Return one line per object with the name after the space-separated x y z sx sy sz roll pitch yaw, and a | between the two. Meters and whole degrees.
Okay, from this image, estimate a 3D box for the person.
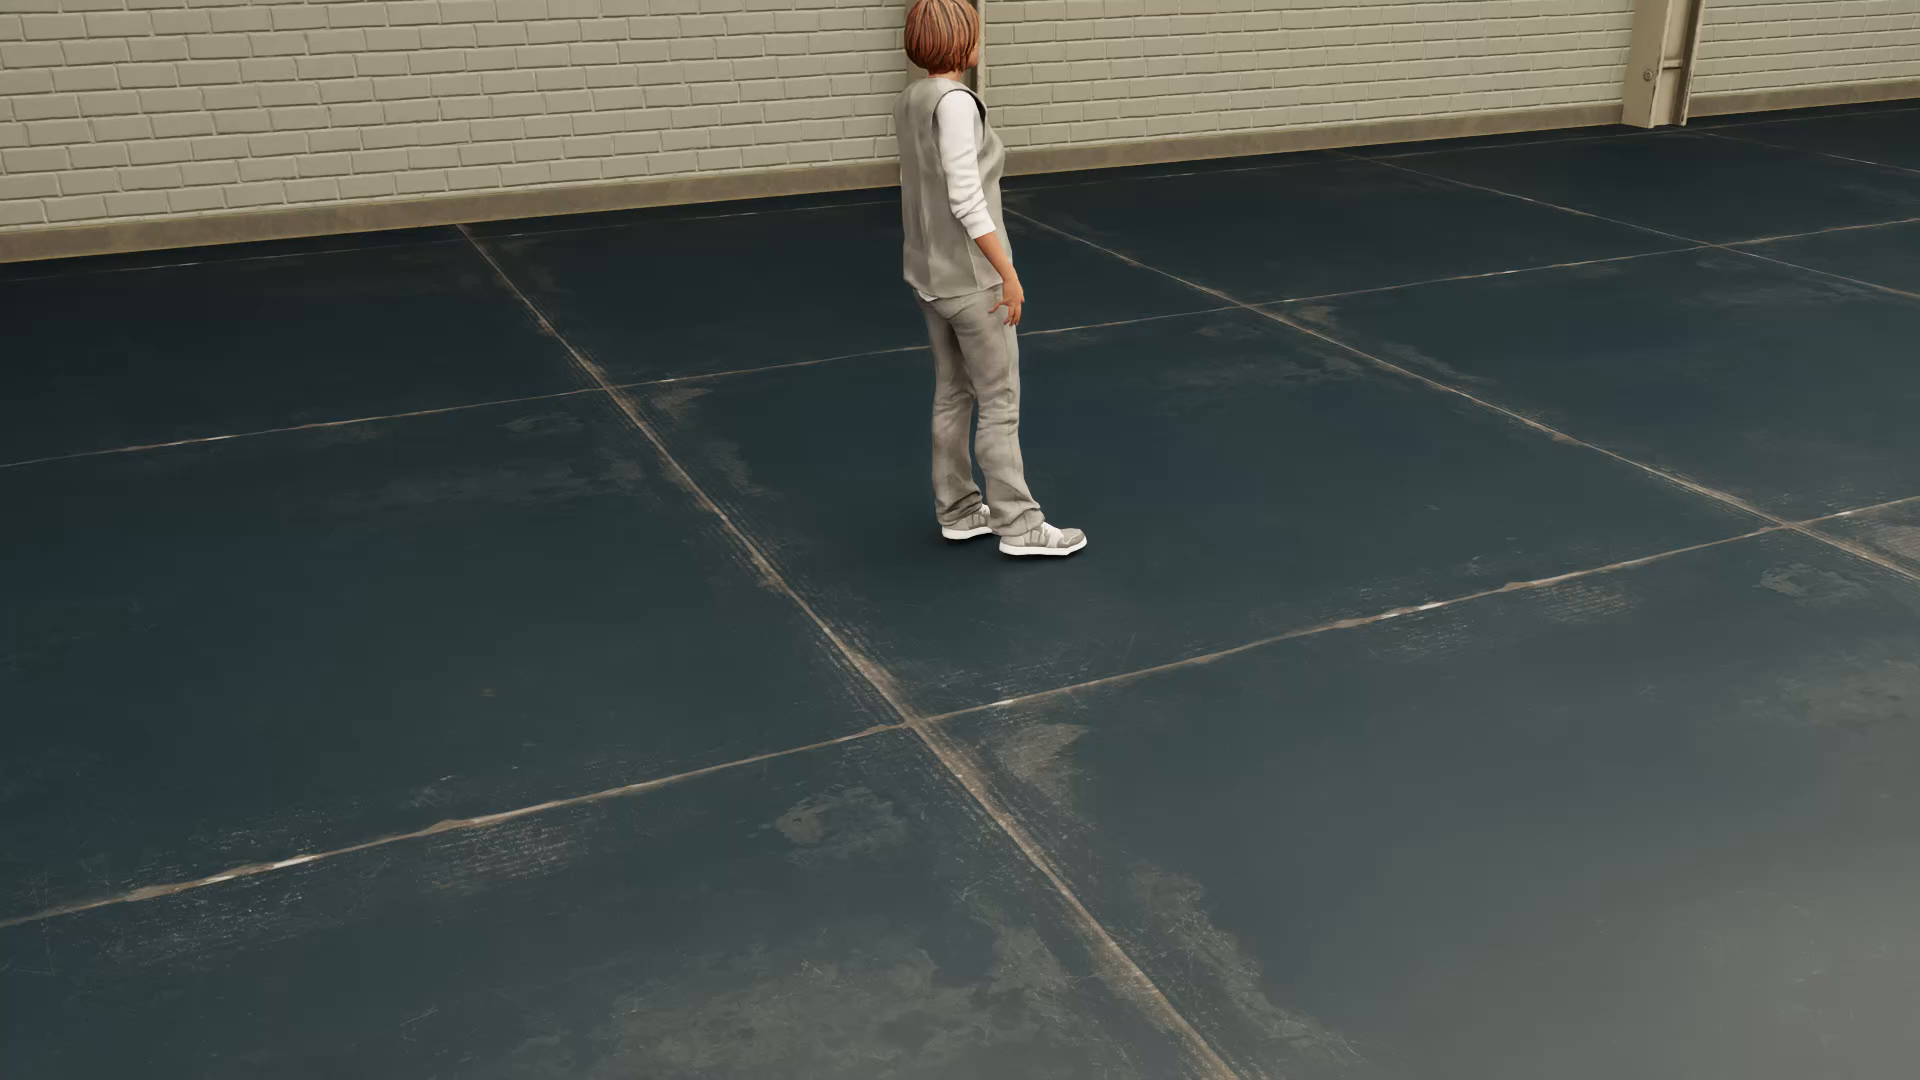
0.073 -0.751 4.814 0.475 1.597 0.520 -10 25 -23 | person
